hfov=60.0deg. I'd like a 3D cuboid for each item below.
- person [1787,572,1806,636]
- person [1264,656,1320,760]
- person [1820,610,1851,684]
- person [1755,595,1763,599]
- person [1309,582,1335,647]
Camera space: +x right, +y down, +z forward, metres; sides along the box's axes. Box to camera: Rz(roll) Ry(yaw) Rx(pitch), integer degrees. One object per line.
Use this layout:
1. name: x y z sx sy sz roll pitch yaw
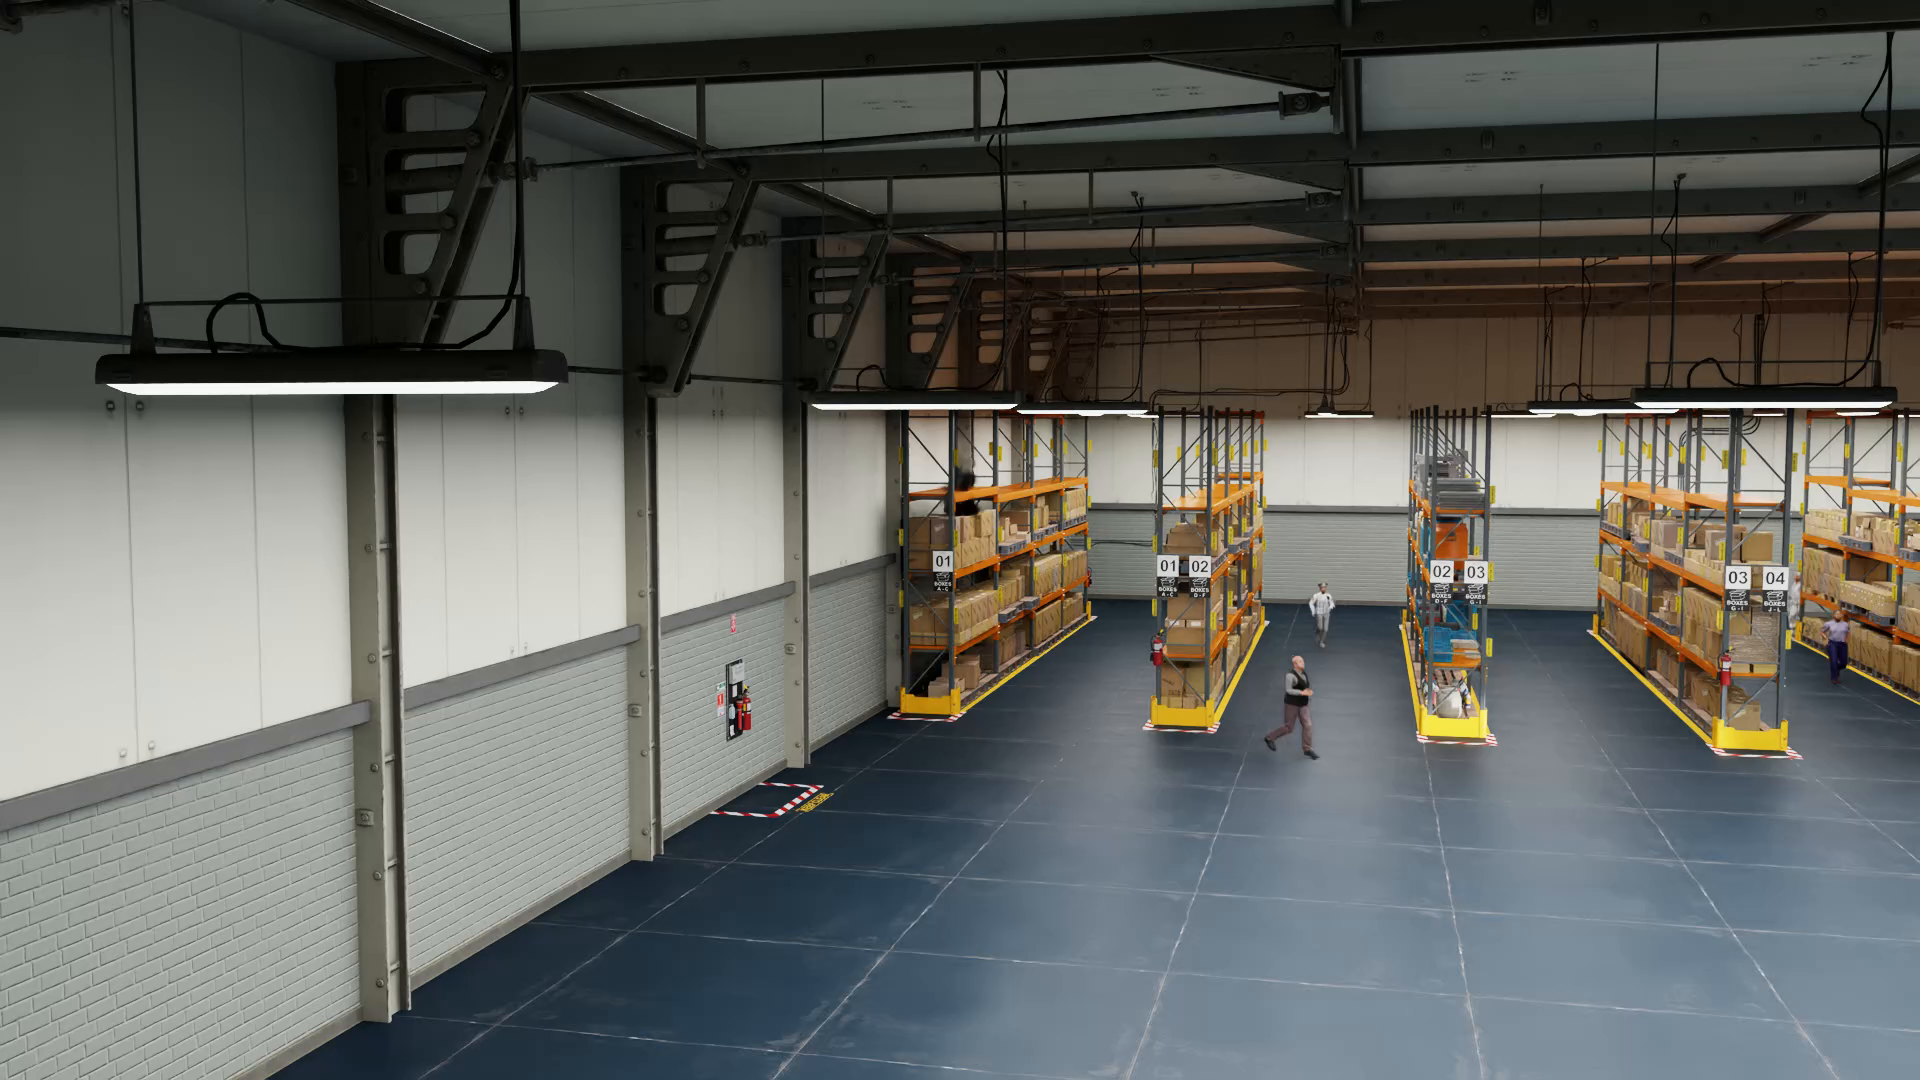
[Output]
1. person: 22.299 1.706 44.144 0.711 1.781 0.693 0 4 -3
2. person: 5.689 2.830 28.320 0.967 1.739 0.667 4 6 44
3. person: 19.116 2.320 36.297 0.613 1.599 0.688 1 4 13
4. person: 20.524 1.796 42.995 0.695 1.731 0.689 3 5 37
5. person: 9.152 1.887 41.973 0.592 1.659 0.536 0 4 1
